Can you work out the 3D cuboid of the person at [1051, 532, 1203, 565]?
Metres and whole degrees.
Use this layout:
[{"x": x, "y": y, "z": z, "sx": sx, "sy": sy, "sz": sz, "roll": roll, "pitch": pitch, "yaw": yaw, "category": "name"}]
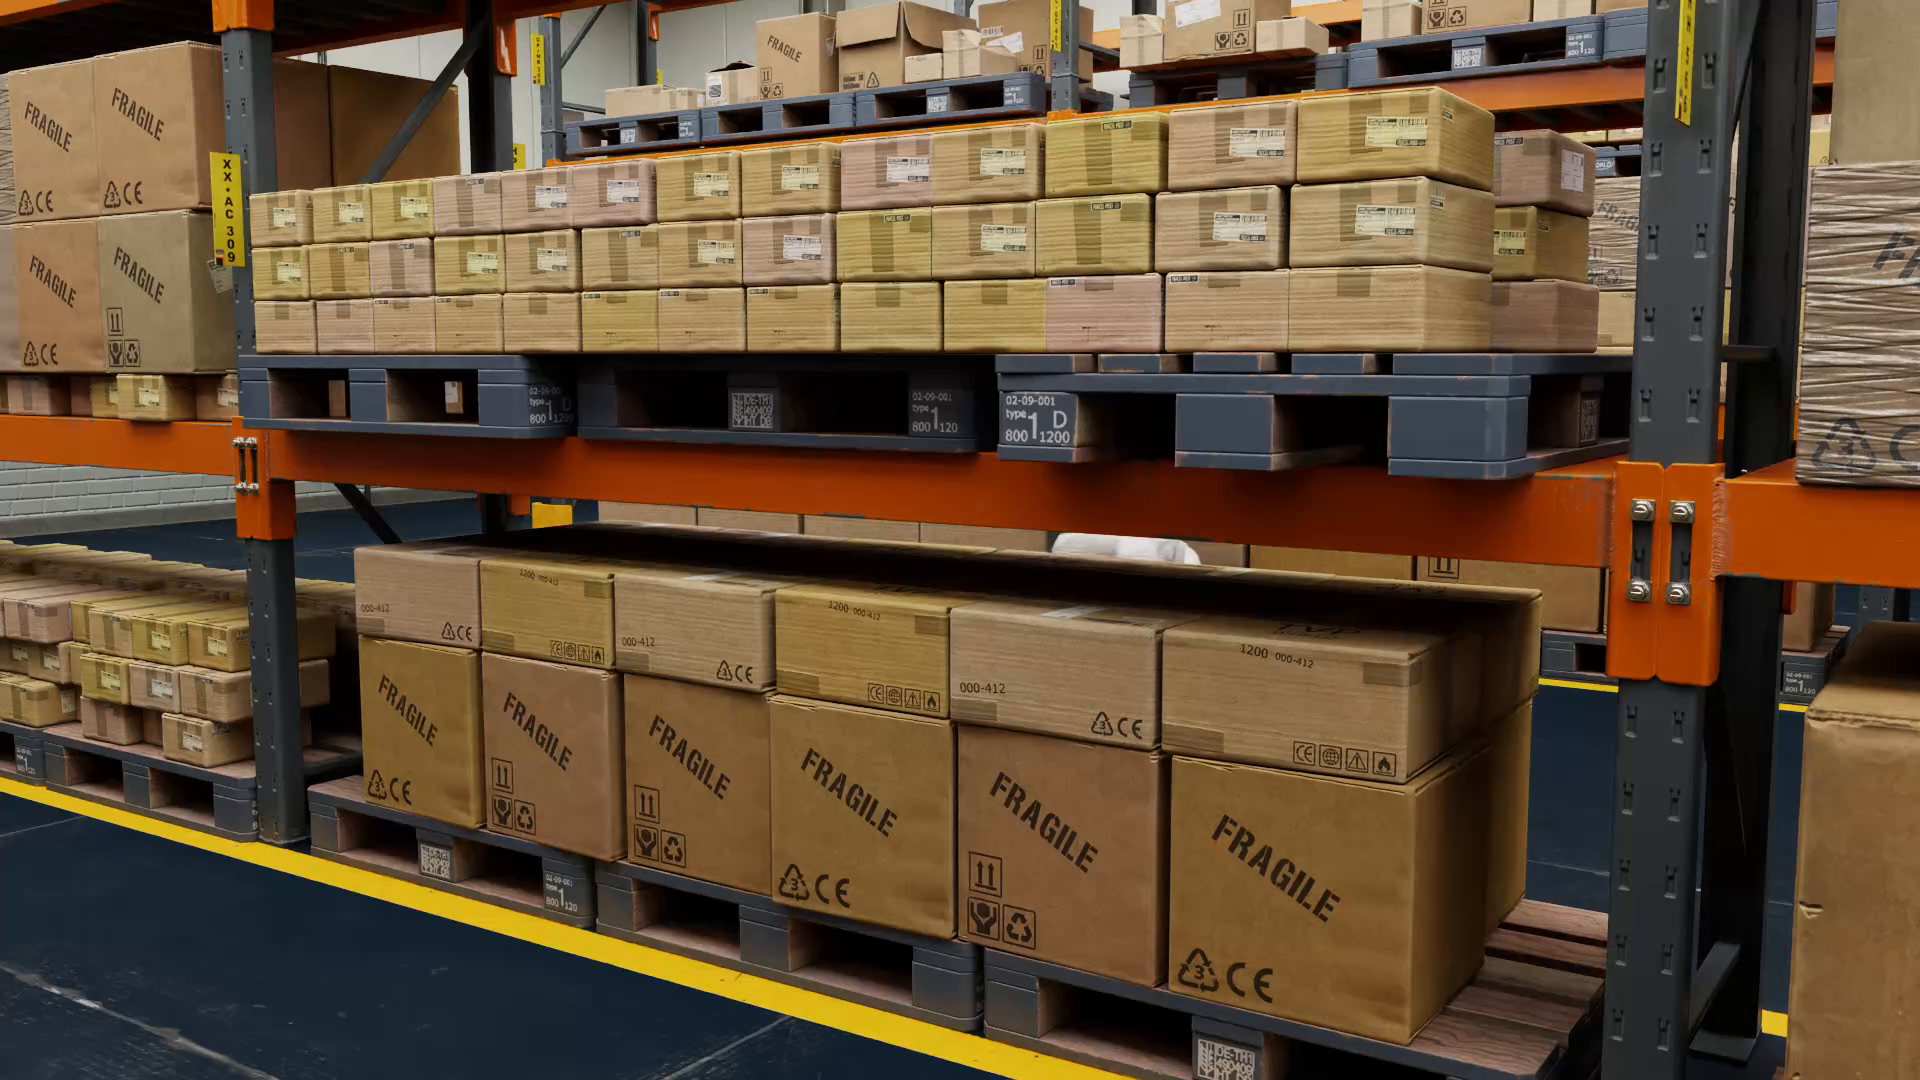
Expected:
[{"x": 0.718, "y": 0.314, "z": 6.698, "sx": 0.518, "sy": 0.924, "sz": 0.999, "roll": 4, "pitch": 7, "yaw": 31, "category": "person"}]
